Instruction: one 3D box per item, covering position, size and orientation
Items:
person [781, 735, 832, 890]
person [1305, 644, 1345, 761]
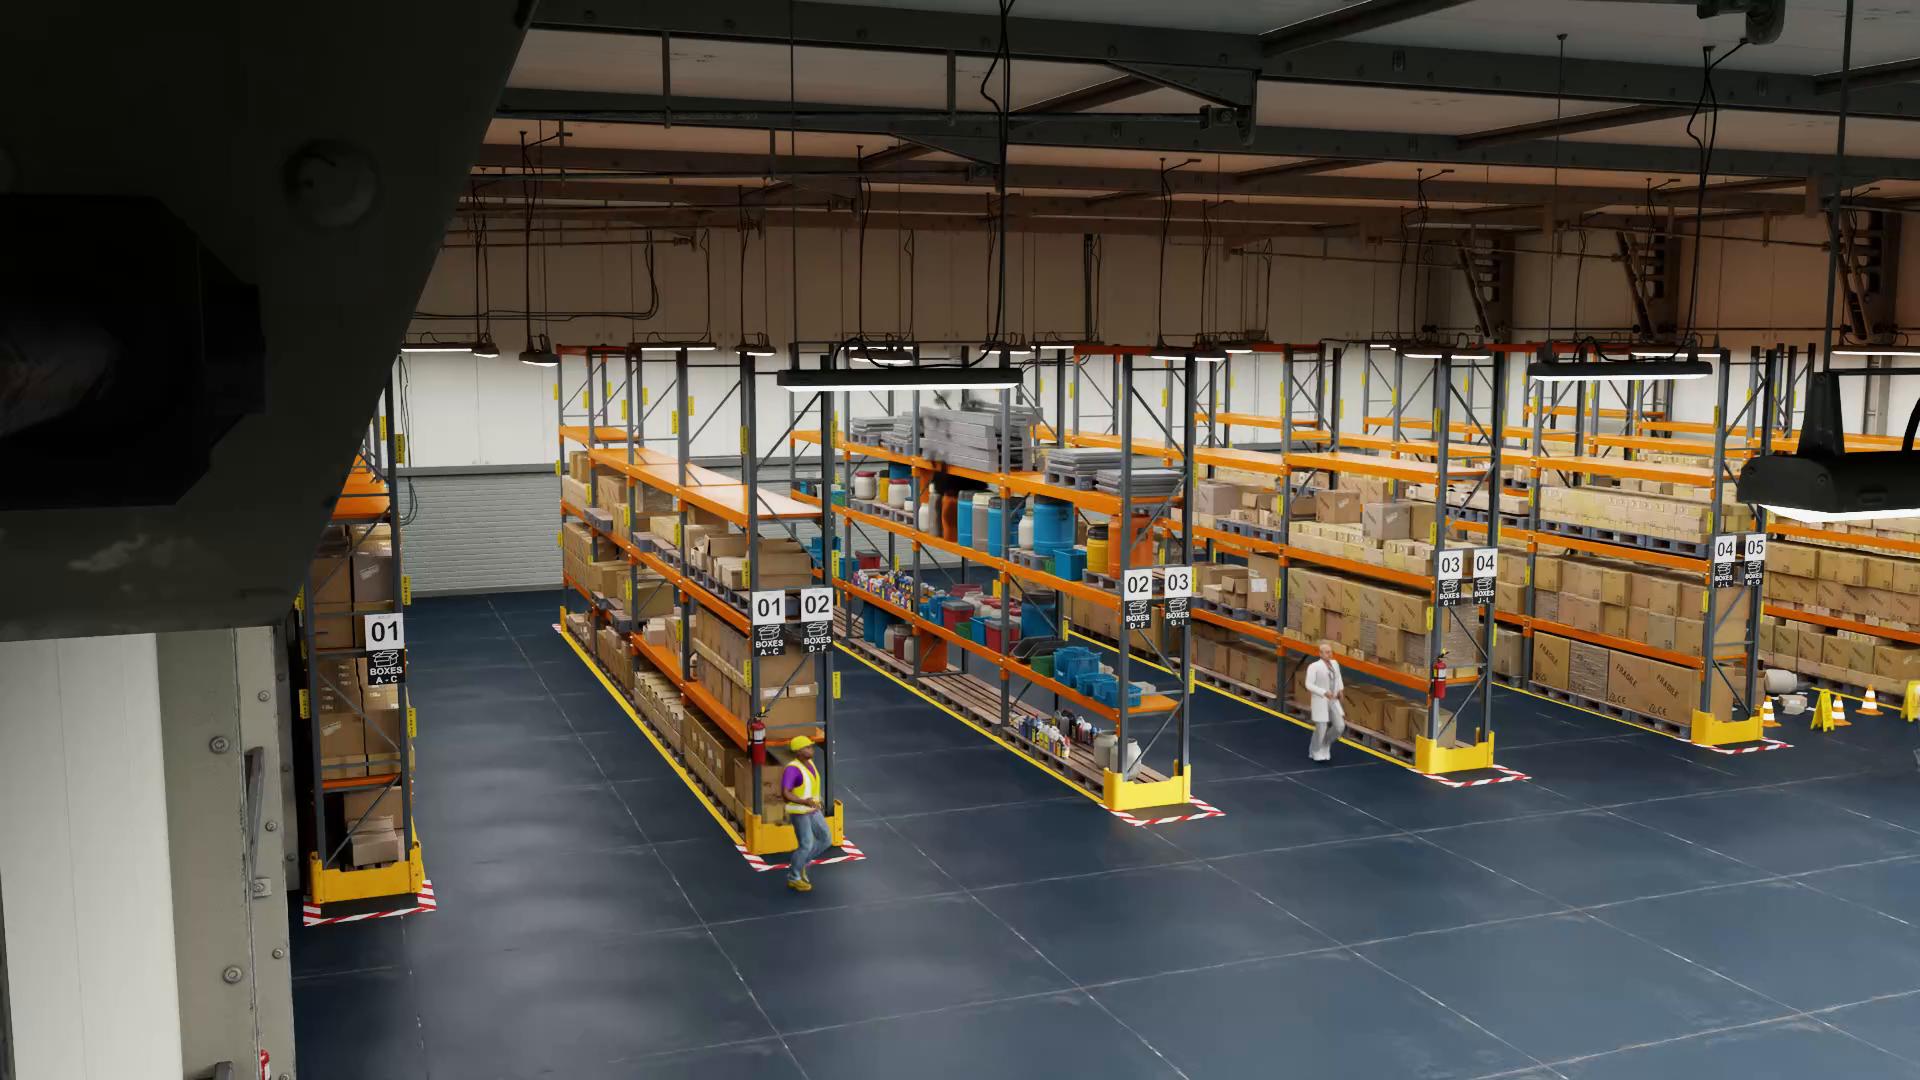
[{"bbox_3d":[-1.736,3.085,18.870,0.536,1.736,0.722,3,8,22],"label":"person"},{"bbox_3d":[5.361,2.390,24.233,0.747,1.756,0.680,-3,8,-25],"label":"person"}]
